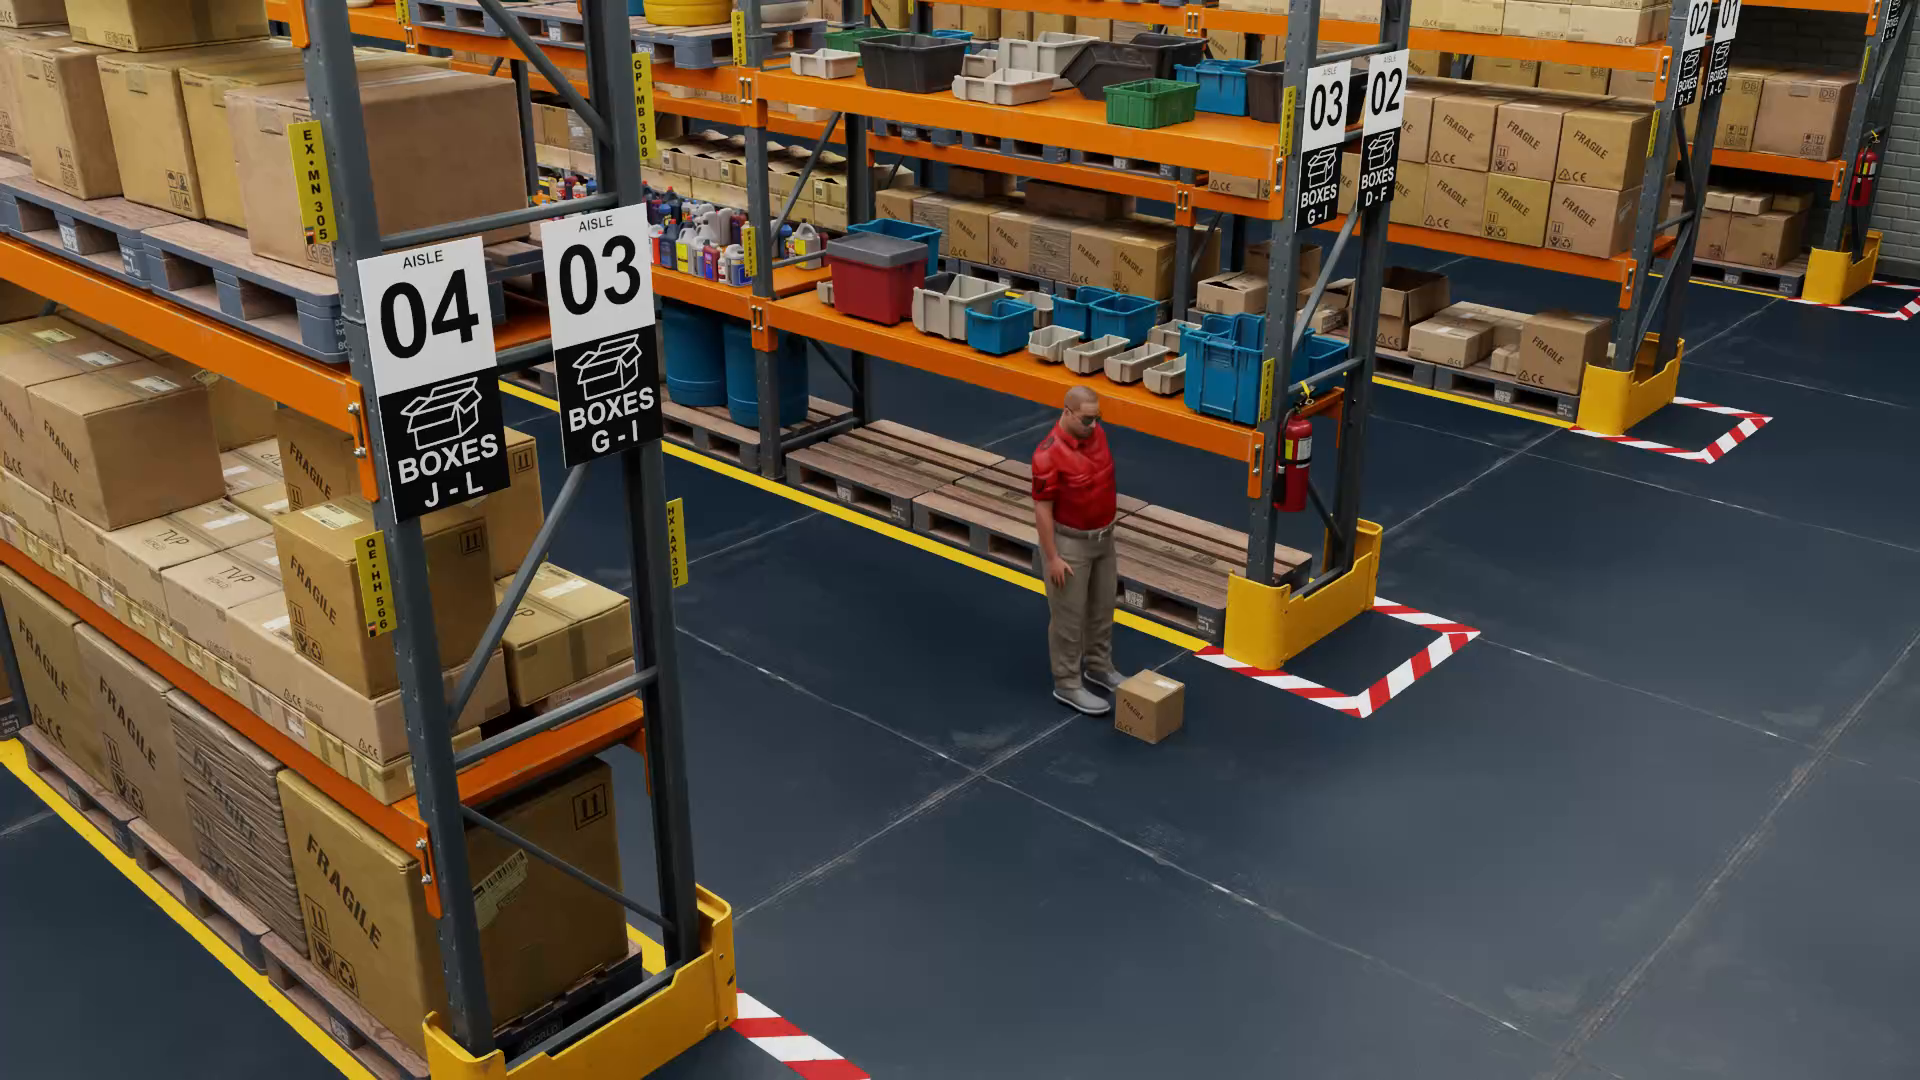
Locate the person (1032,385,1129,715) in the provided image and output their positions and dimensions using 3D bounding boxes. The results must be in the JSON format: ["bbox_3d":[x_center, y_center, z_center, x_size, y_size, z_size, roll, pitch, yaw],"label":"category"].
[{"bbox_3d":[0.643,0.044,8.493,0.439,1.735,0.555,21,31,39],"label":"person"}]
